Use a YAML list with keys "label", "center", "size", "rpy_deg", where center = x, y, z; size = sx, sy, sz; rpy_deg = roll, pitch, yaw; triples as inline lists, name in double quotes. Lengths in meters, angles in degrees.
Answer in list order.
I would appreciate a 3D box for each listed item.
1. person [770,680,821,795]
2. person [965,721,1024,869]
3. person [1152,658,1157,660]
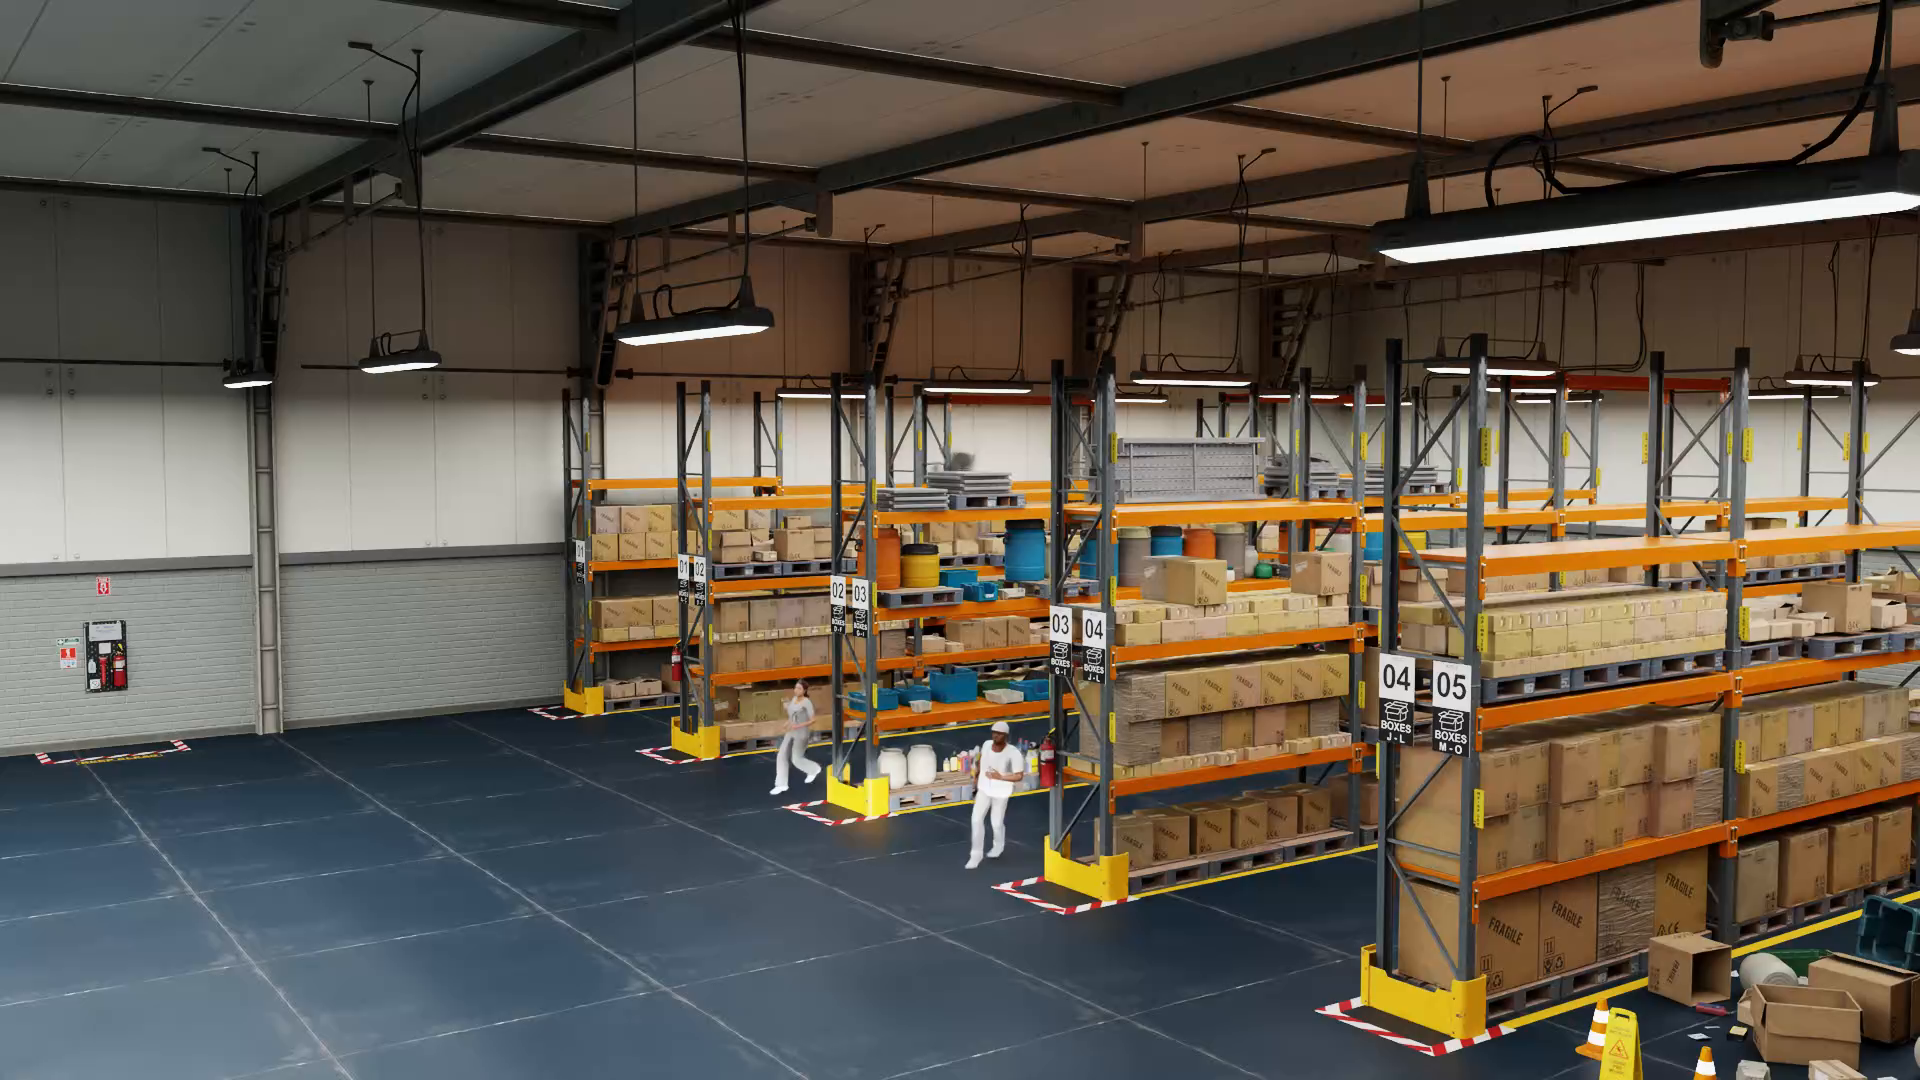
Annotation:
- label: "person"
  center: [-2.287, 2.821, 23.925]
  size: [0.601, 1.656, 0.851]
  rpy_deg: [4, 5, 44]
- label: "person"
  center: [0.483, 3.039, 19.844]
  size: [0.690, 1.822, 0.691]
  rpy_deg: [2, 4, 26]
- label: "person"
  center: [3.177, 2.497, 28.967]
  size: [0.782, 1.613, 0.620]
  rpy_deg: [-3, 5, -43]
